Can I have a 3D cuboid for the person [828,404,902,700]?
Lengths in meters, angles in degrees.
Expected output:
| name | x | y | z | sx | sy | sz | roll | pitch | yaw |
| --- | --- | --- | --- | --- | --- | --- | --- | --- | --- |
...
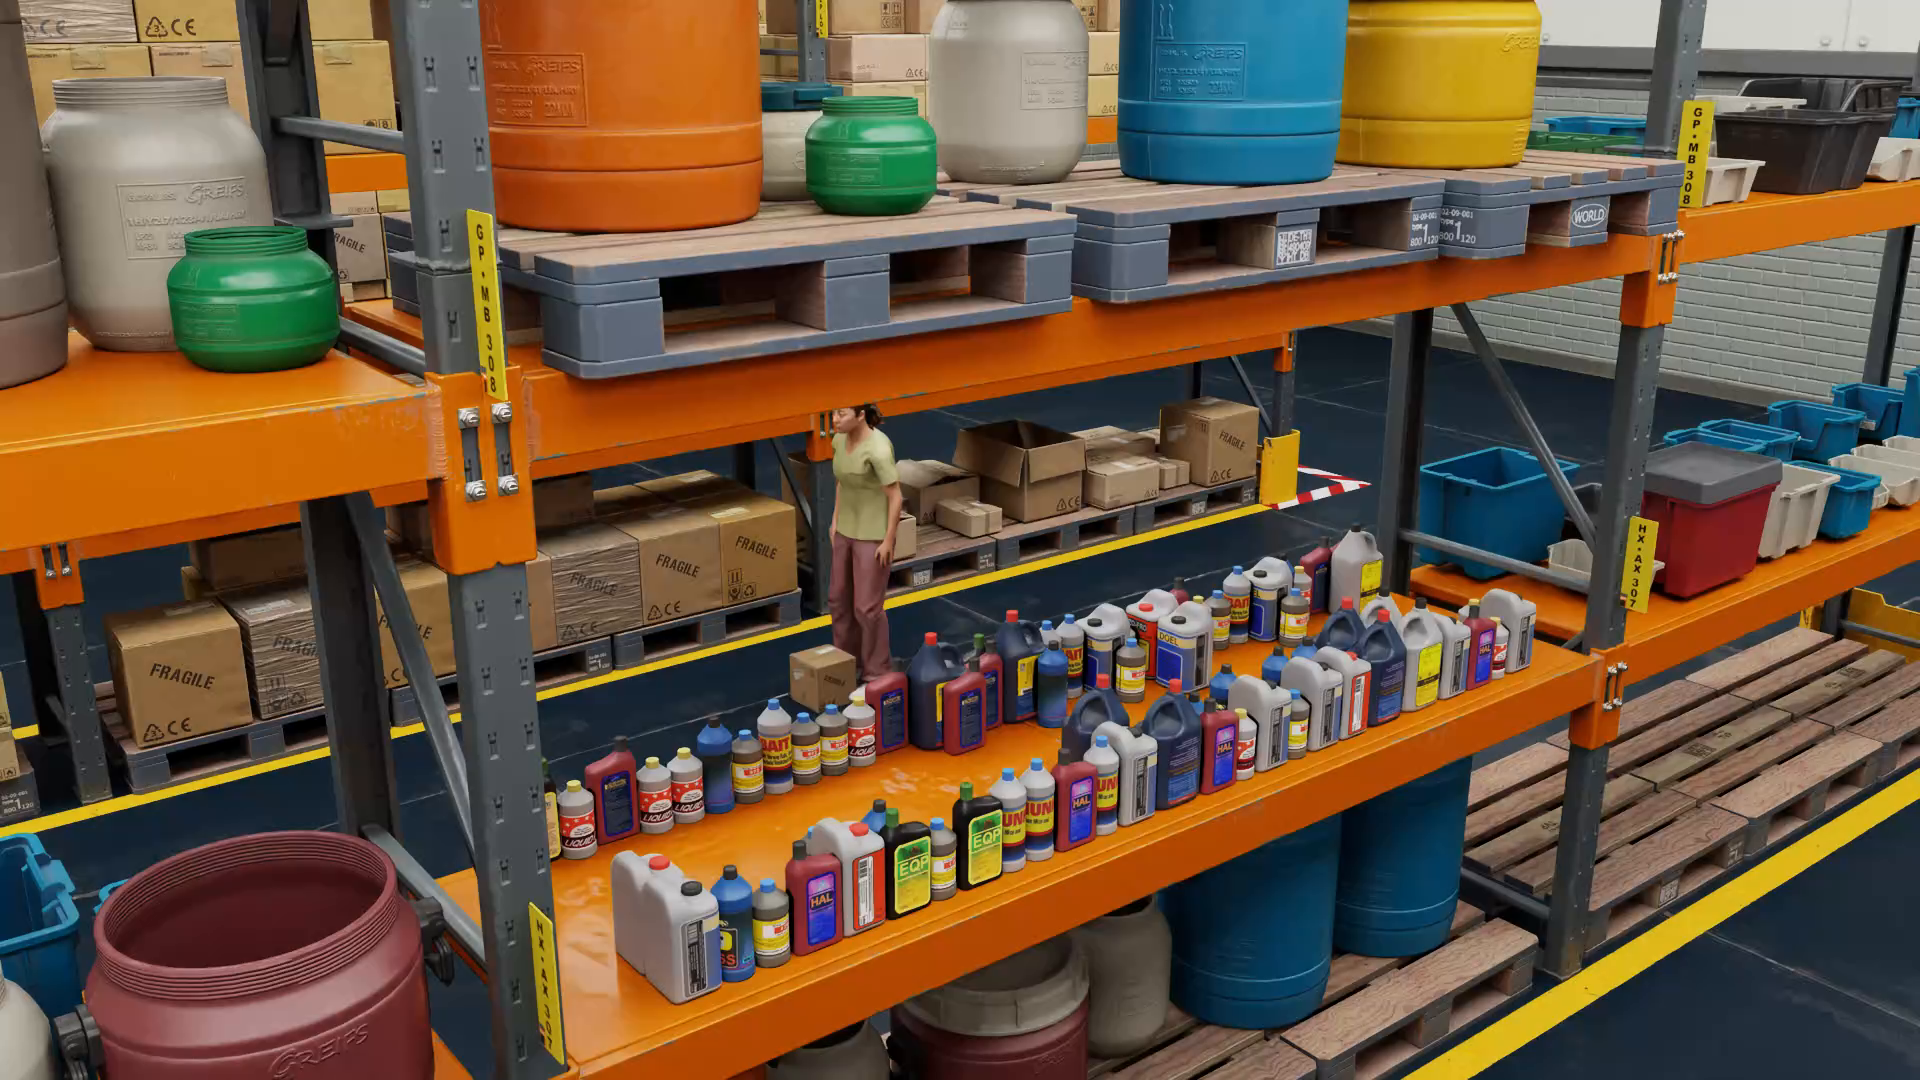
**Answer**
| name | x | y | z | sx | sy | sz | roll | pitch | yaw |
| --- | --- | --- | --- | --- | --- | --- | --- | --- | --- |
| person | -0.517 | -0.008 | 8.580 | 0.363 | 1.672 | 0.501 | -14 | 23 | -38 |
